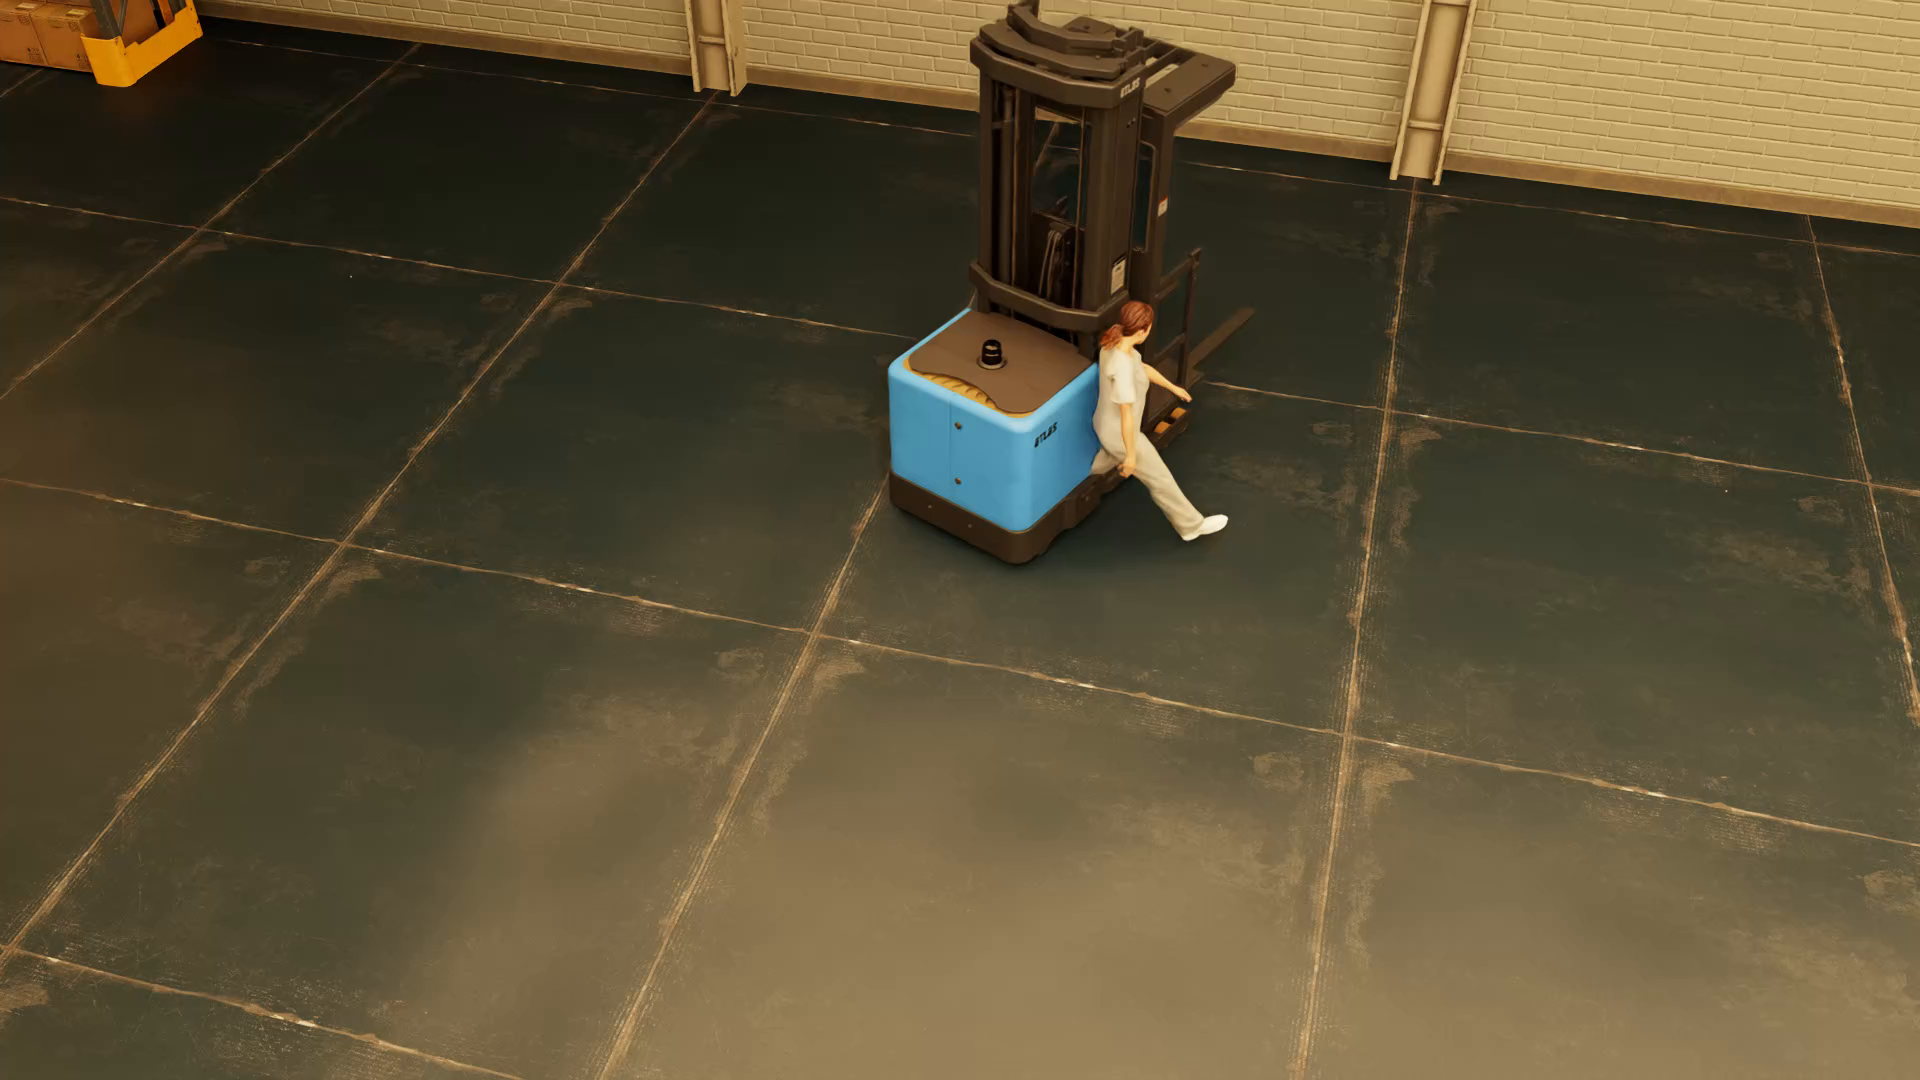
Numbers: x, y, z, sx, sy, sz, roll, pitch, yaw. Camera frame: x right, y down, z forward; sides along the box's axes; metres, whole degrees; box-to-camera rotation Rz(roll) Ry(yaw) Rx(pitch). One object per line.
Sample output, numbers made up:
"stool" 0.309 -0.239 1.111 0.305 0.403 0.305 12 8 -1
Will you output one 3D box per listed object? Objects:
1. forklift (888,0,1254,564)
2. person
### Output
"forklift" 0.863 -1.881 10.008 1.130 2.935 3.031 27 48 27
"person" 1.088 -0.679 9.675 0.964 1.598 0.745 -6 42 -7
